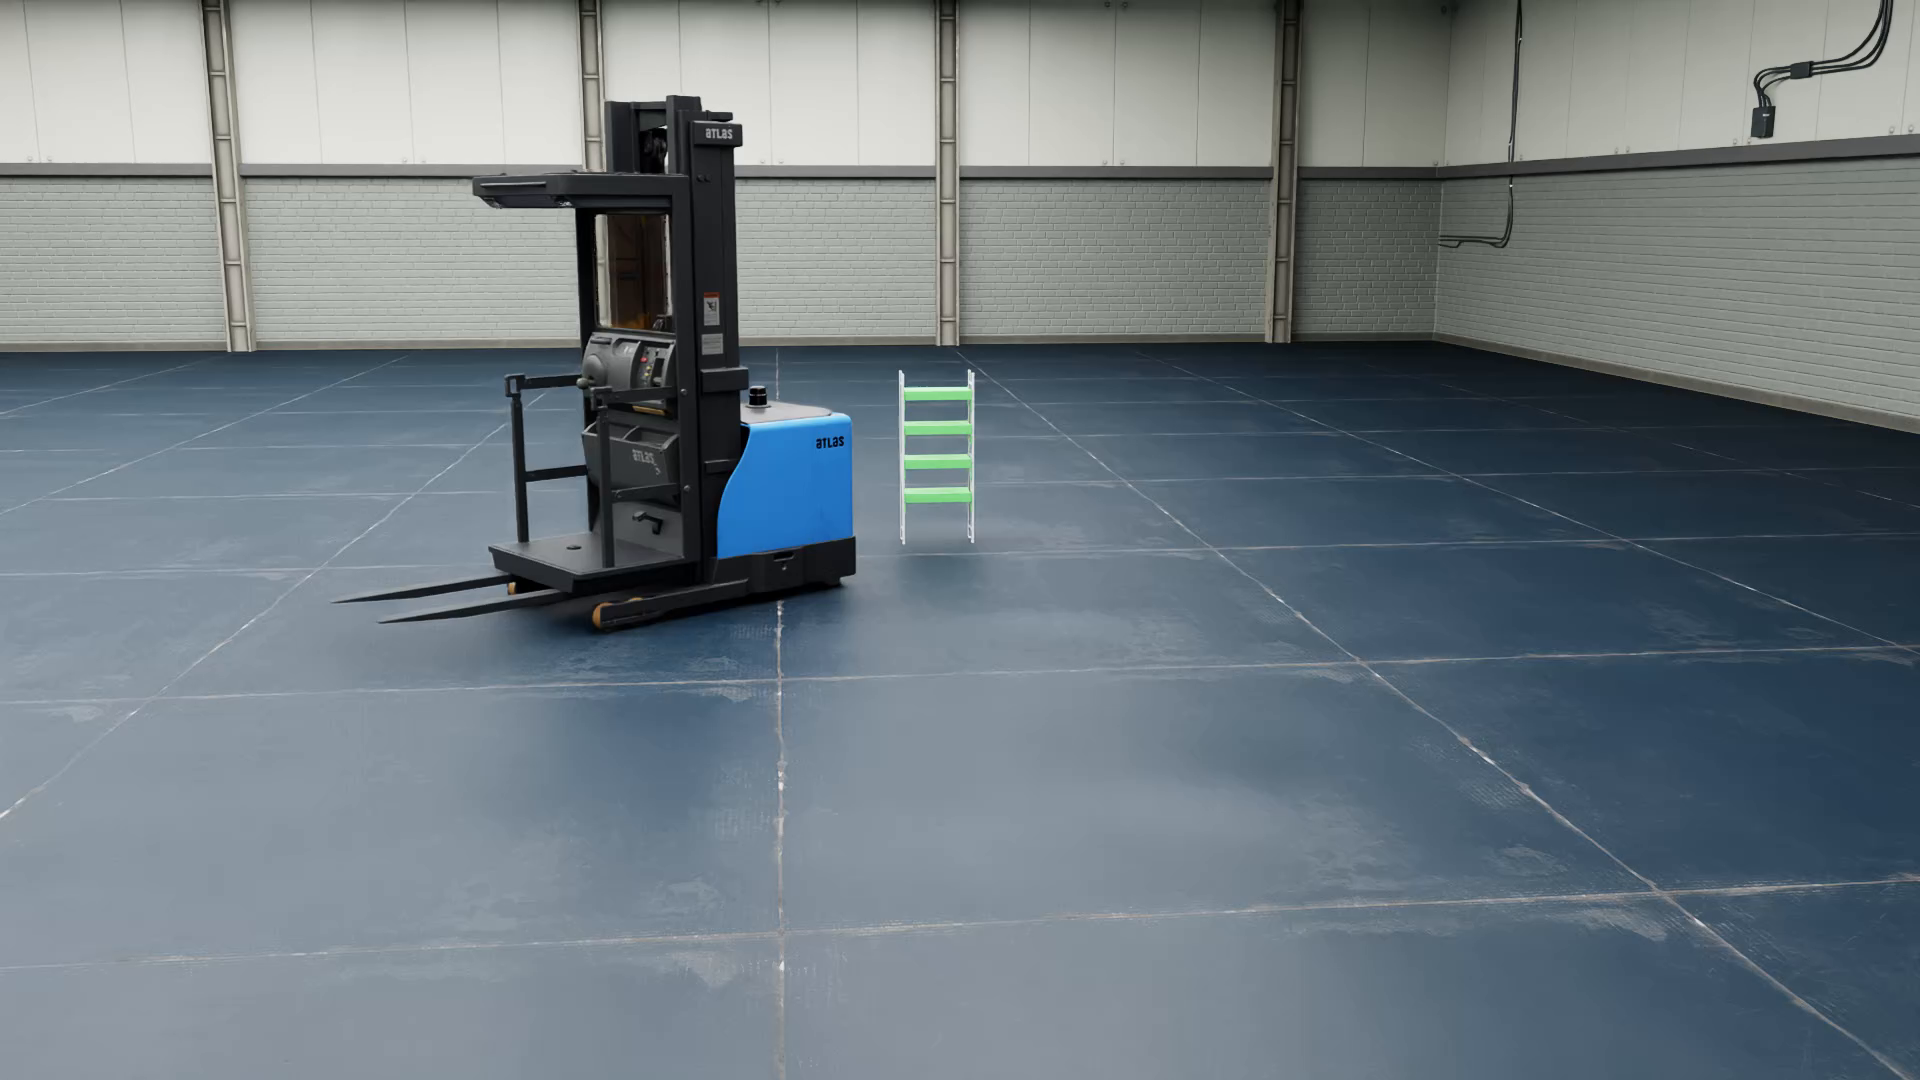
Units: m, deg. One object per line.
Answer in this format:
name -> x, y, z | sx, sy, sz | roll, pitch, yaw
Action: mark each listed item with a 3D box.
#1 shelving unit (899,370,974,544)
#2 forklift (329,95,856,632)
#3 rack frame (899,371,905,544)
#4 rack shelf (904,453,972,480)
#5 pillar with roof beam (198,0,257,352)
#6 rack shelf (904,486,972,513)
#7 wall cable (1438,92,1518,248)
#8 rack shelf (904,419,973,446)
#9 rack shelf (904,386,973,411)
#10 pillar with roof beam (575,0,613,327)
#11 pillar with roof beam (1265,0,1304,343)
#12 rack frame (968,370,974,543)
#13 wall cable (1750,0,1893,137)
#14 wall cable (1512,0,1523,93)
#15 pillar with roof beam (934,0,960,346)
shelving unit -> -0.165, -0.585, 11.735 | 0.503, 1.200, 0.258 | -1, 11, -6
forklift -> -2.085, -1.039, 9.553 | 3.031, 2.935, 1.130 | -10, 15, -41
rack frame -> -0.407, -0.580, 11.709 | 0.015, 1.200, 0.240 | -1, 11, -6
rack shelf -> -0.165, -0.523, 11.747 | 0.480, 0.148, 0.258 | -1, 11, -6
pillar with roof beam -> -11.687, -6.793, 23.093 | 0.400, 9.000, 9.100 | -1, 11, -6
rack shelf -> -0.165, -0.287, 11.793 | 0.480, 0.148, 0.258 | -1, 11, -6
wall cable -> 8.814, -6.278, 28.522 | 0.112, 2.526, 3.097 | -1, 11, -6
rack shelf -> -0.165, -0.758, 11.701 | 0.480, 0.148, 0.258 | -1, 11, -6
rack shelf -> -0.165, -0.994, 11.654 | 0.480, 0.148, 0.258 | -1, 11, -6
pillar with roof beam -> -5.722, -6.918, 23.729 | 0.400, 9.000, 9.100 | -1, 11, -6
pillar with roof beam -> 6.207, -7.168, 25.000 | 0.400, 9.000, 9.100 | -1, 11, -6
rack frame -> 0.078, -0.590, 11.761 | 0.015, 1.200, 0.240 | -1, 11, -6
wall cable -> 9.824, -7.649, 18.632 | 0.169, 6.003, 2.305 | -1, 11, -6
wall cable -> 9.106, -8.237, 25.396 | 0.112, 2.526, 3.097 | -1, 11, -6
pillar with roof beam -> 0.243, -7.043, 24.365 | 0.400, 9.000, 9.100 | -1, 11, -6
